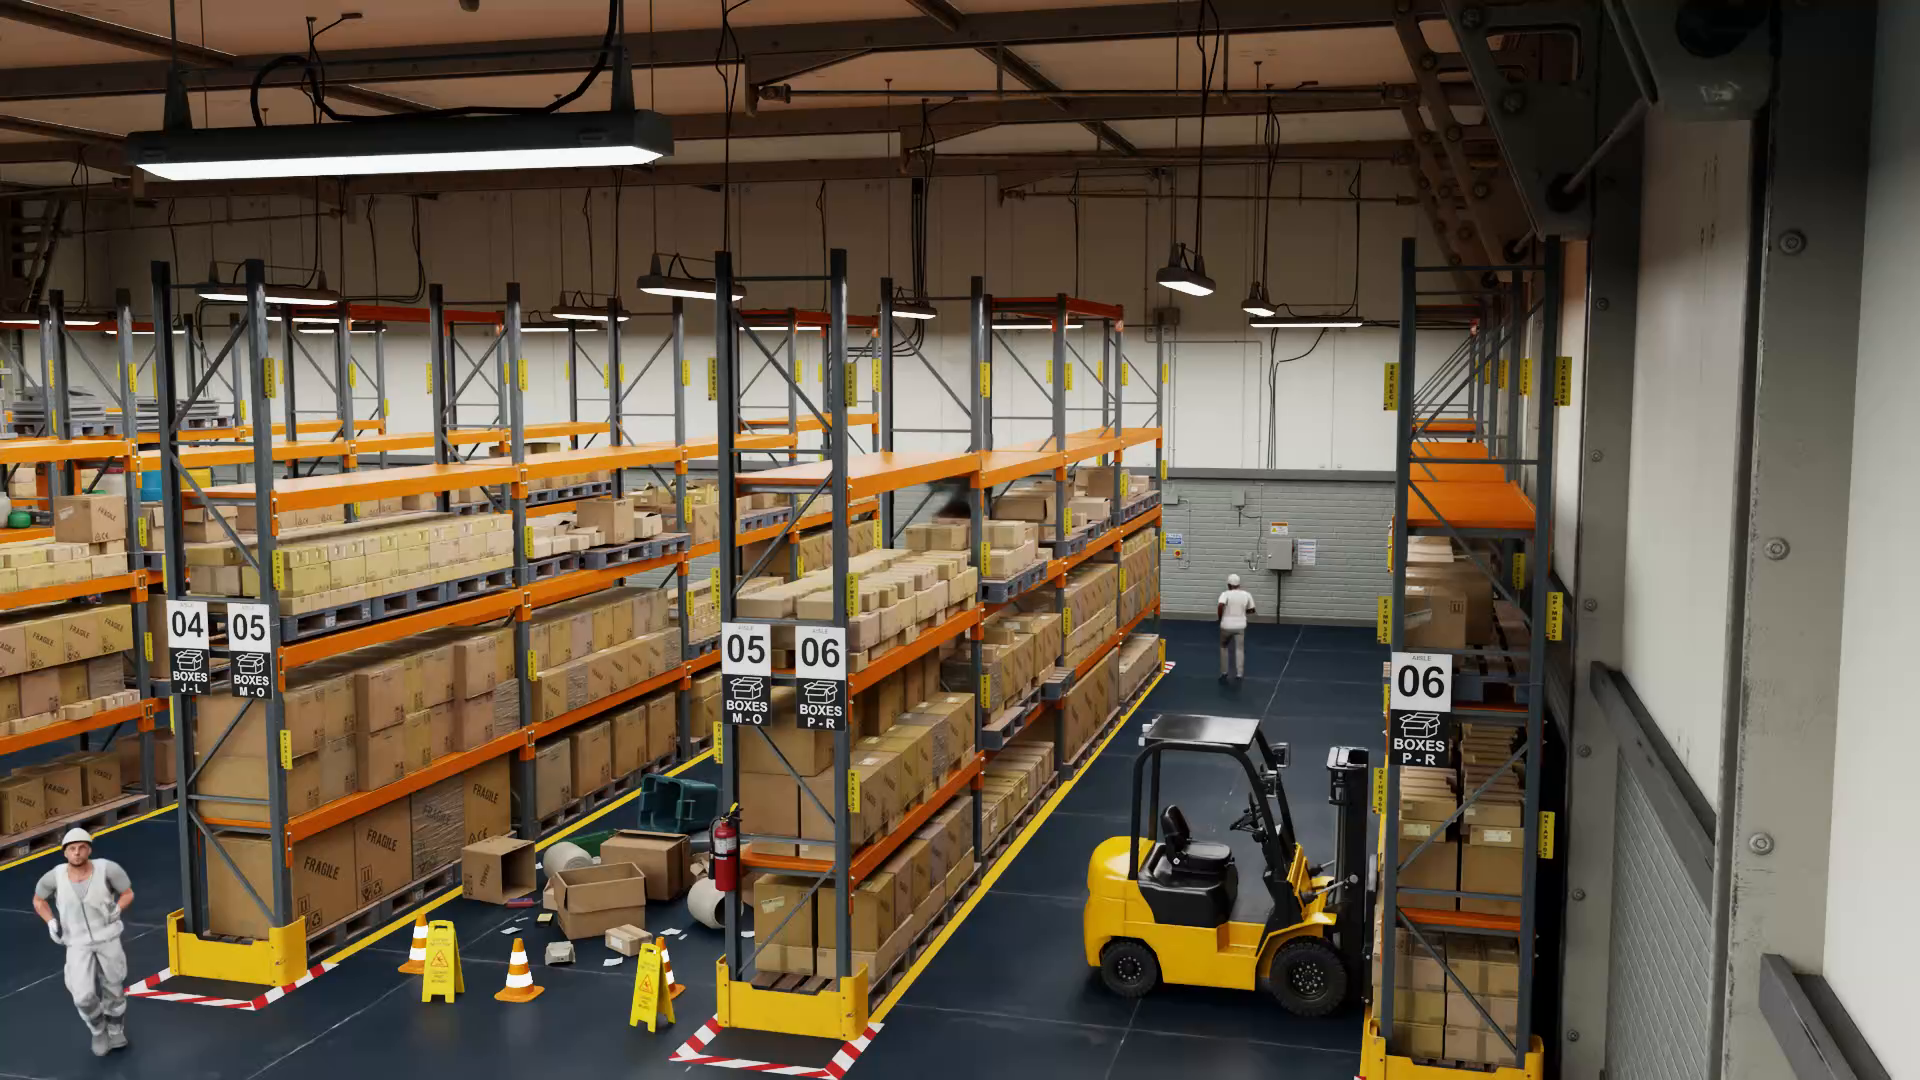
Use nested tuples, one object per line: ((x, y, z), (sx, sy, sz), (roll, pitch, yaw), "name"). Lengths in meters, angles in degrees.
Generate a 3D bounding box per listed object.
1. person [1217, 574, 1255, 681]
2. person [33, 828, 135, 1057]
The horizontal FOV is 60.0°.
((4.449, 1.466, 26.849), (0.662, 1.821, 0.962), (0, 6, 0), "person")
((-6.459, 2.996, 12.306), (0.664, 1.761, 0.661), (-3, 7, -29), "person")
